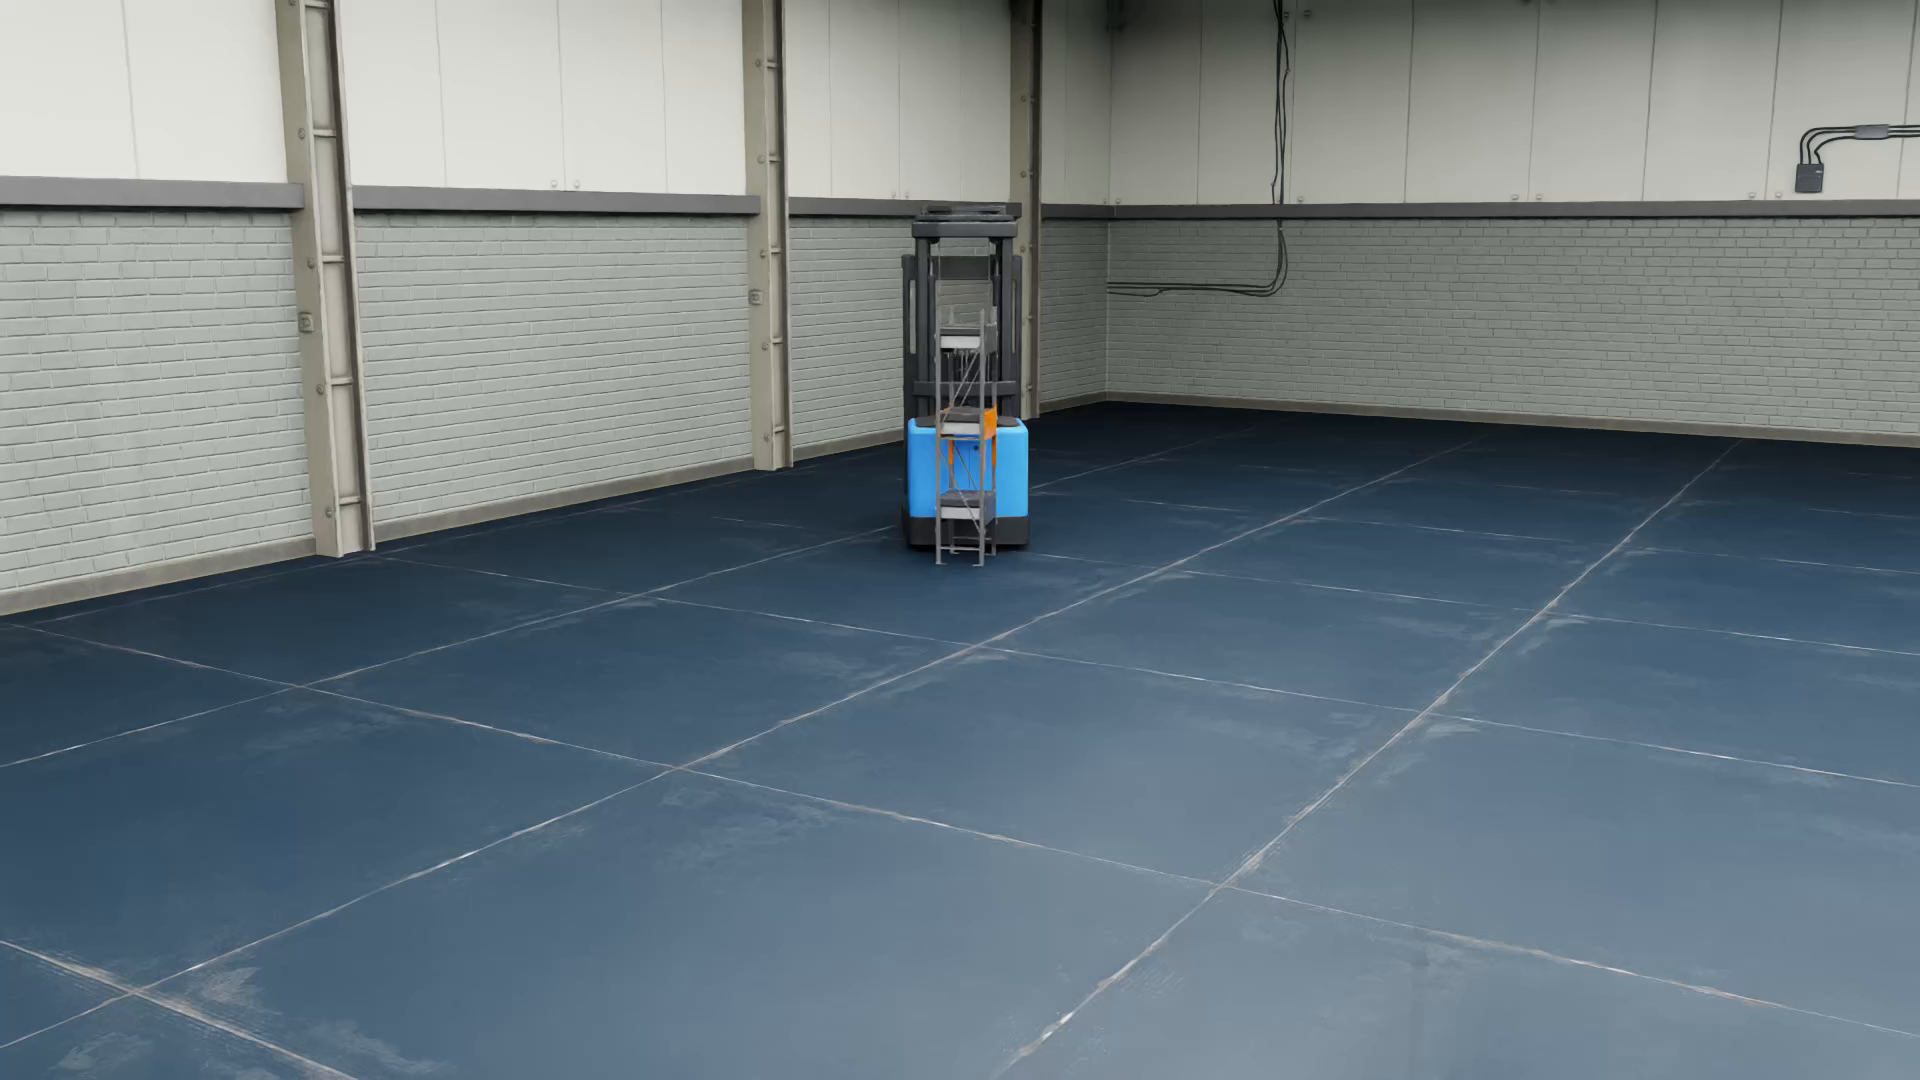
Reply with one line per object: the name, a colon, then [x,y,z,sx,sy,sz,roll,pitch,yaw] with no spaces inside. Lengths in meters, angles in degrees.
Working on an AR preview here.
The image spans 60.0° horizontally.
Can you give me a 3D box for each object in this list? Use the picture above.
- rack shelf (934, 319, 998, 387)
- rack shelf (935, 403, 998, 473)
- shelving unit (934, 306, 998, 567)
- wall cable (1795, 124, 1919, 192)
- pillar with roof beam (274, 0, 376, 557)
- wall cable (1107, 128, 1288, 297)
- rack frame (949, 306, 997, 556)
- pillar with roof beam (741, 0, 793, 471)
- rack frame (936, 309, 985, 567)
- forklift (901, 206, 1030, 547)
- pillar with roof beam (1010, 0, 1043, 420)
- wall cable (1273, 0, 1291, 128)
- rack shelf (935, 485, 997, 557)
rack shelf: [0.054,-1.538,13.649,0.431,0.518,0.480,2,11,12]
rack shelf: [0.054,-0.850,13.778,0.431,0.518,0.480,2,11,12]
shelving unit: [0.054,-0.864,13.775,0.431,2.100,0.503,2,11,12]
wall cable: [11.702,-7.307,20.204,2.305,6.003,0.169,6,12,31]
pillar with roof beam: [-1.614,-3.909,11.297,9.100,9.000,0.400,6,12,31]
wall cable: [3.596,-5.019,25.660,3.097,2.526,0.112,6,12,31]
rack frame: [0.108,-0.907,14.009,0.400,2.100,0.015,2,11,12]
pillar with roof beam: [1.501,-4.853,16.337,9.100,9.000,0.400,6,12,31]
rack frame: [0.001,-0.820,13.541,0.400,2.100,0.015,2,11,12]
forklift: [0.009,-1.607,15.490,1.130,2.935,3.031,0,11,-3]
pillar with roof beam: [4.616,-5.797,21.377,9.100,9.000,0.400,6,12,31]
wall cable: [5.908,-7.243,23.815,3.097,2.526,0.112,6,12,31]
rack shelf: [0.054,-0.162,13.907,0.431,0.518,0.480,2,11,12]
